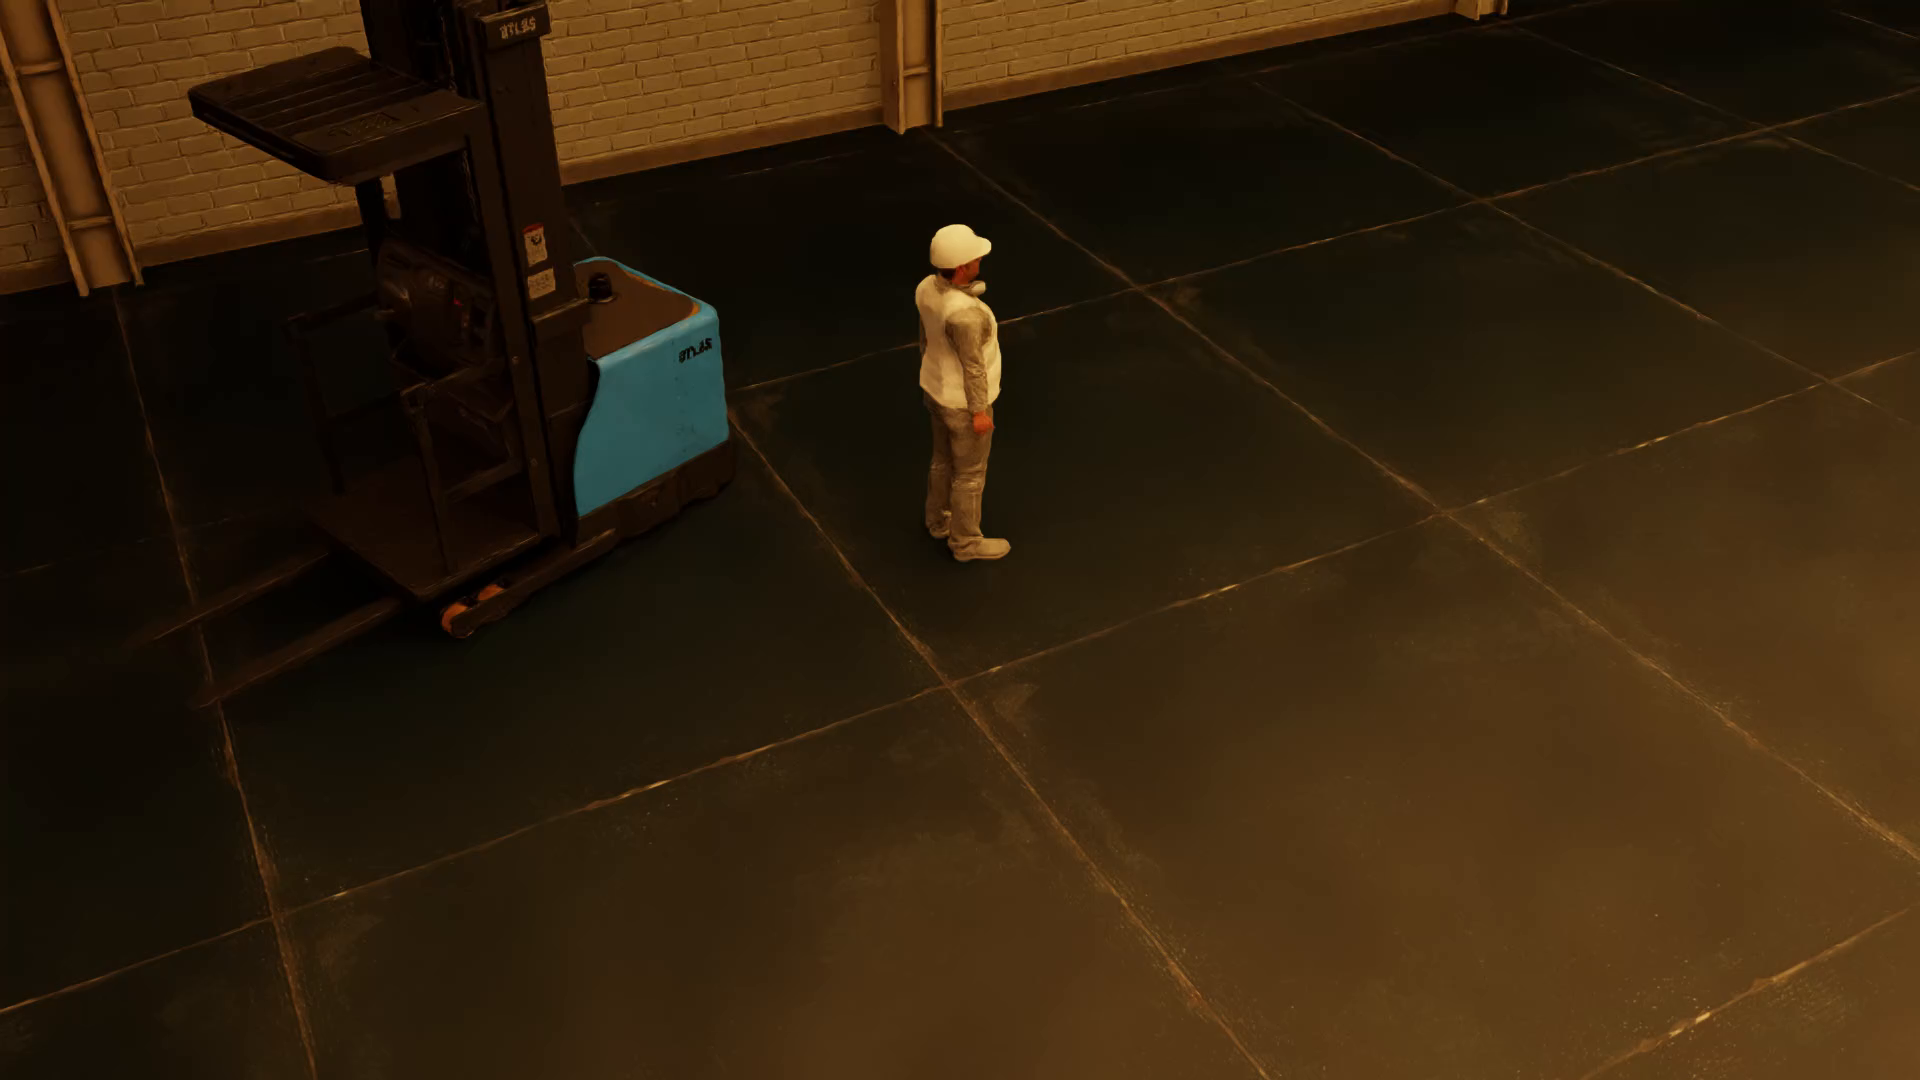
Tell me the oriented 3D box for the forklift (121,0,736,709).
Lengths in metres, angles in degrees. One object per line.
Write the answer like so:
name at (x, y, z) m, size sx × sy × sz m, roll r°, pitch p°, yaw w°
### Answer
forklift at (-2.580, -1.058, 7.620) m, size 1.130 × 2.935 × 3.031 m, roll 27°, pitch 44°, yaw 33°

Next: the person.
person at (0.005, -0.727, 8.155) m, size 0.356 × 1.776 × 0.529 m, roll -17°, pitch 39°, yaw -23°
